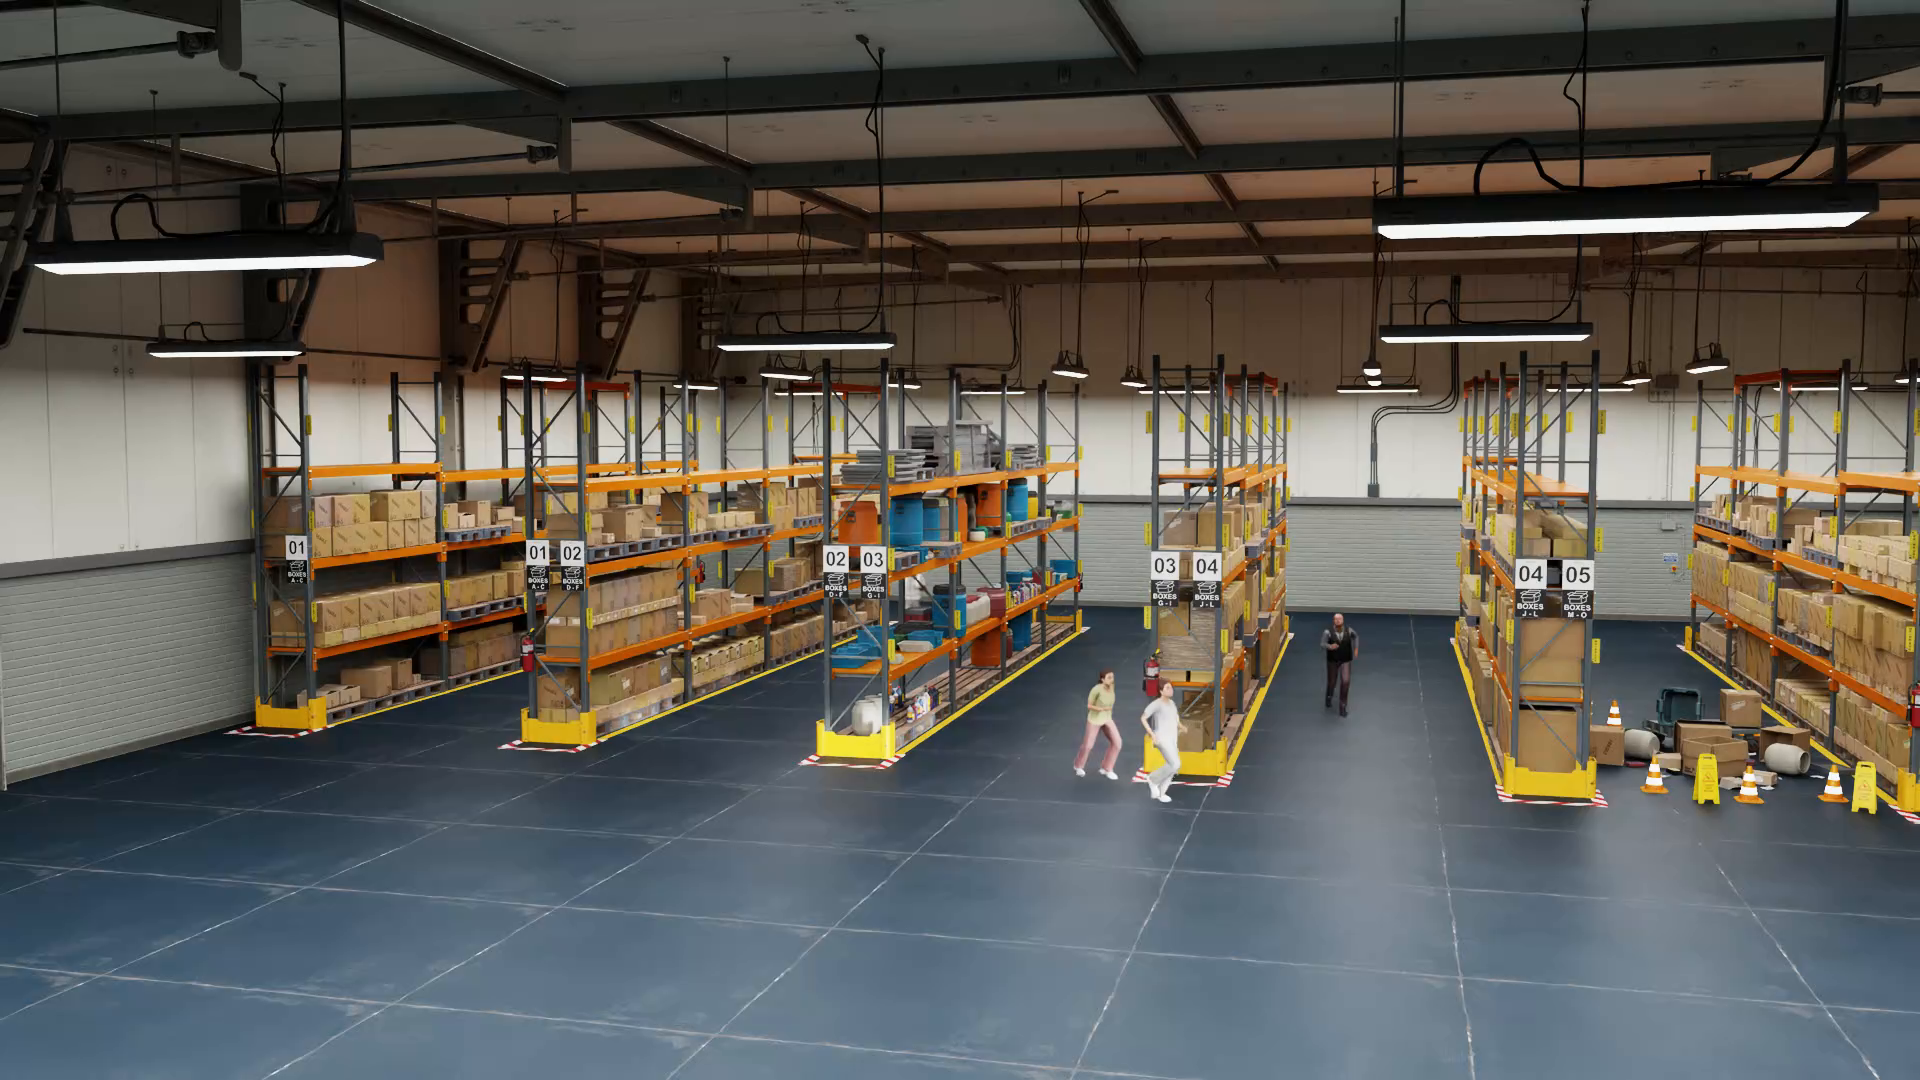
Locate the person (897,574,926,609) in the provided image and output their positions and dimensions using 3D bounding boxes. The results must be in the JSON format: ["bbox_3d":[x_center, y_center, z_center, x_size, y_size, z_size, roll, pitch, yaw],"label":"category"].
[{"bbox_3d":[-1.128,1.414,38.767,0.678,1.804,0.934,0,4,2],"label":"person"}]

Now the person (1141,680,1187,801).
[{"bbox_3d":[2.753,2.668,22.029,0.558,1.630,0.561,4,5,43],"label":"person"}]

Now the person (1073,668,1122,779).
[{"bbox_3d":[1.974,2.577,23.535,0.562,1.587,0.920,-2,4,-25],"label":"person"}]

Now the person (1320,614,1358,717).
[{"bbox_3d":[6.591,2.150,28.933,0.666,1.769,0.907,1,4,9],"label":"person"}]
